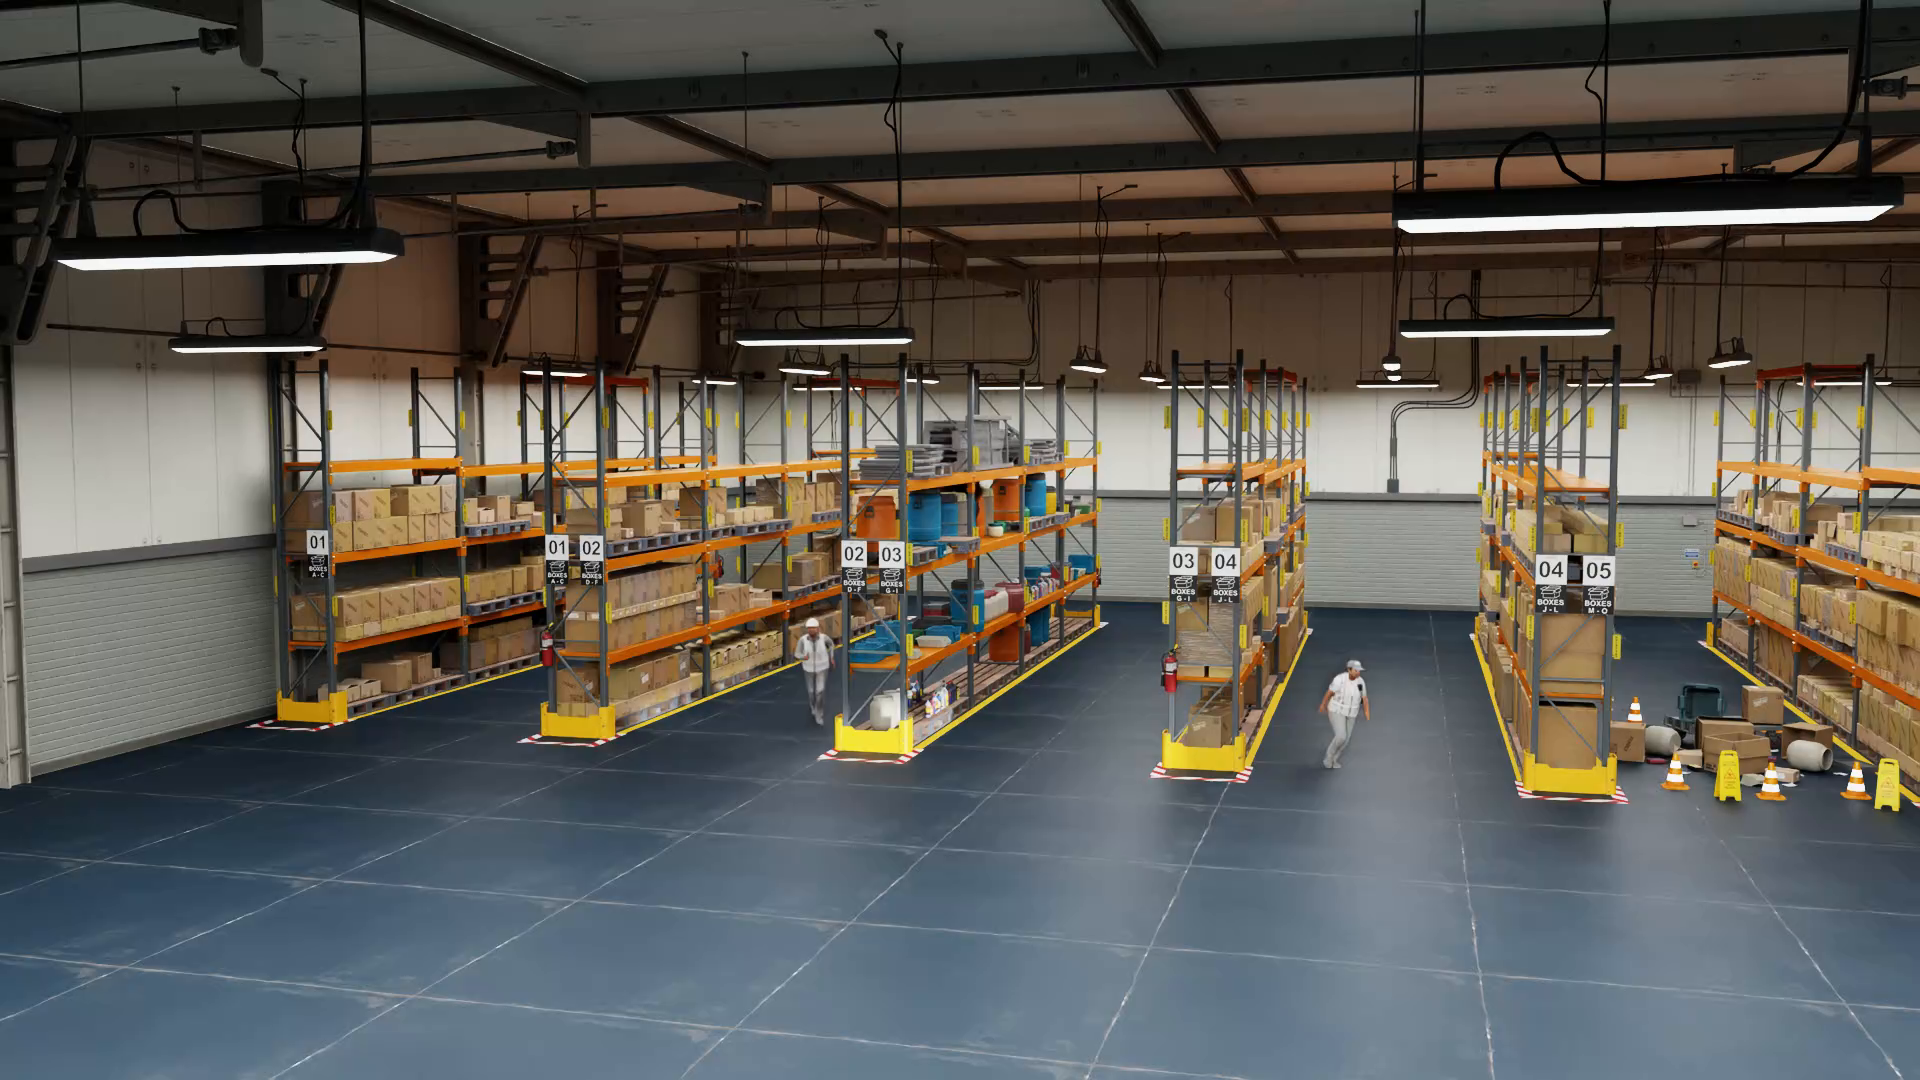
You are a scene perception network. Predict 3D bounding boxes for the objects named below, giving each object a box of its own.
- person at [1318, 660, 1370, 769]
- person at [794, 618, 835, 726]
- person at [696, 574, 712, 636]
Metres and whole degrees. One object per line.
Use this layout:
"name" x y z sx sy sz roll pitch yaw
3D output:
"person" 5.510 2.491 23.767 0.594 1.604 0.707 -1 4 -19
"person" -2.399 2.145 27.616 0.659 1.746 0.974 0 4 2
"person" -5.520 1.582 36.002 0.511 1.713 0.818 1 4 18
